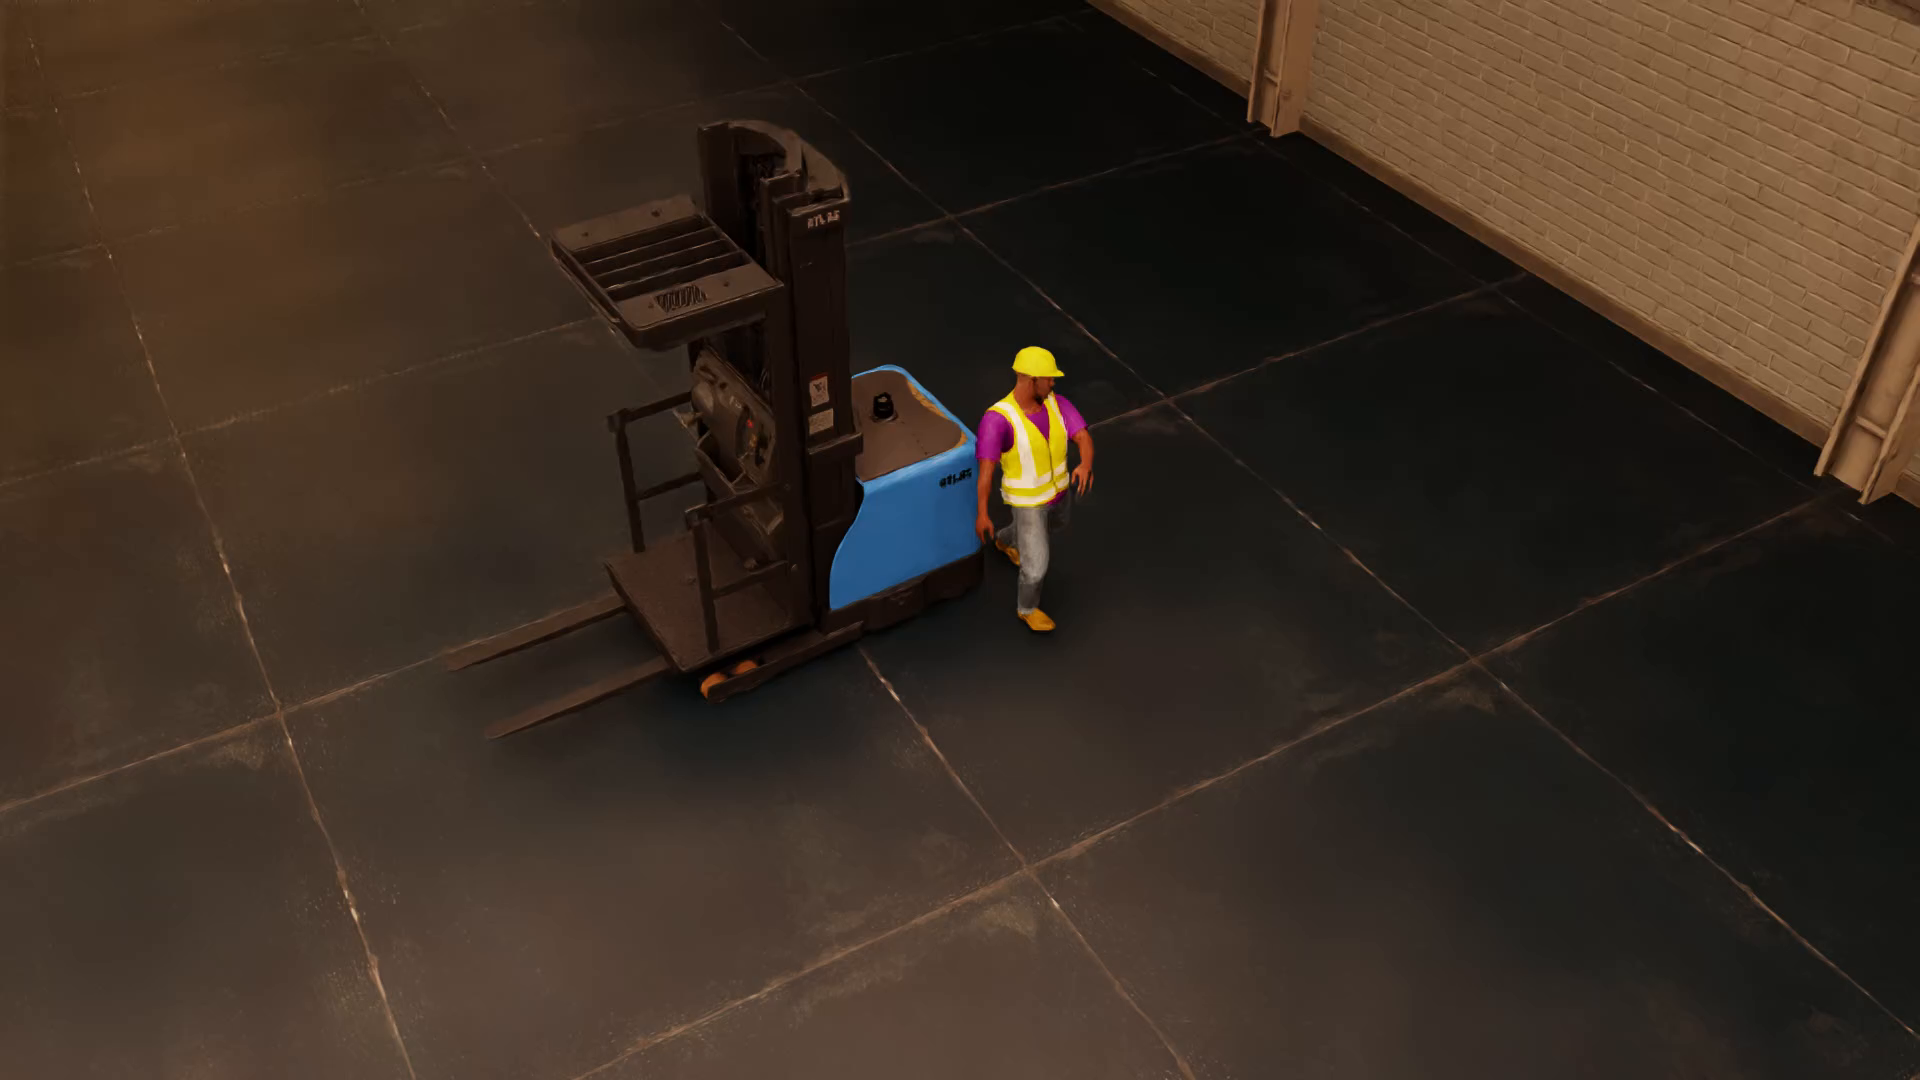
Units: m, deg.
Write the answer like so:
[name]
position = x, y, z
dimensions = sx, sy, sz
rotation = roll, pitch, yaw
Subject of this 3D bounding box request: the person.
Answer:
[person]
position = 0.384, -0.243, 9.358
dimensions = 0.849, 1.616, 0.804
rotation = 27, 46, 28

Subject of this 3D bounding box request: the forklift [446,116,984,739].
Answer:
[forklift]
position = -1.379, -0.611, 8.773
dimensions = 3.031, 2.935, 1.130
rotation = -22, 44, -24
